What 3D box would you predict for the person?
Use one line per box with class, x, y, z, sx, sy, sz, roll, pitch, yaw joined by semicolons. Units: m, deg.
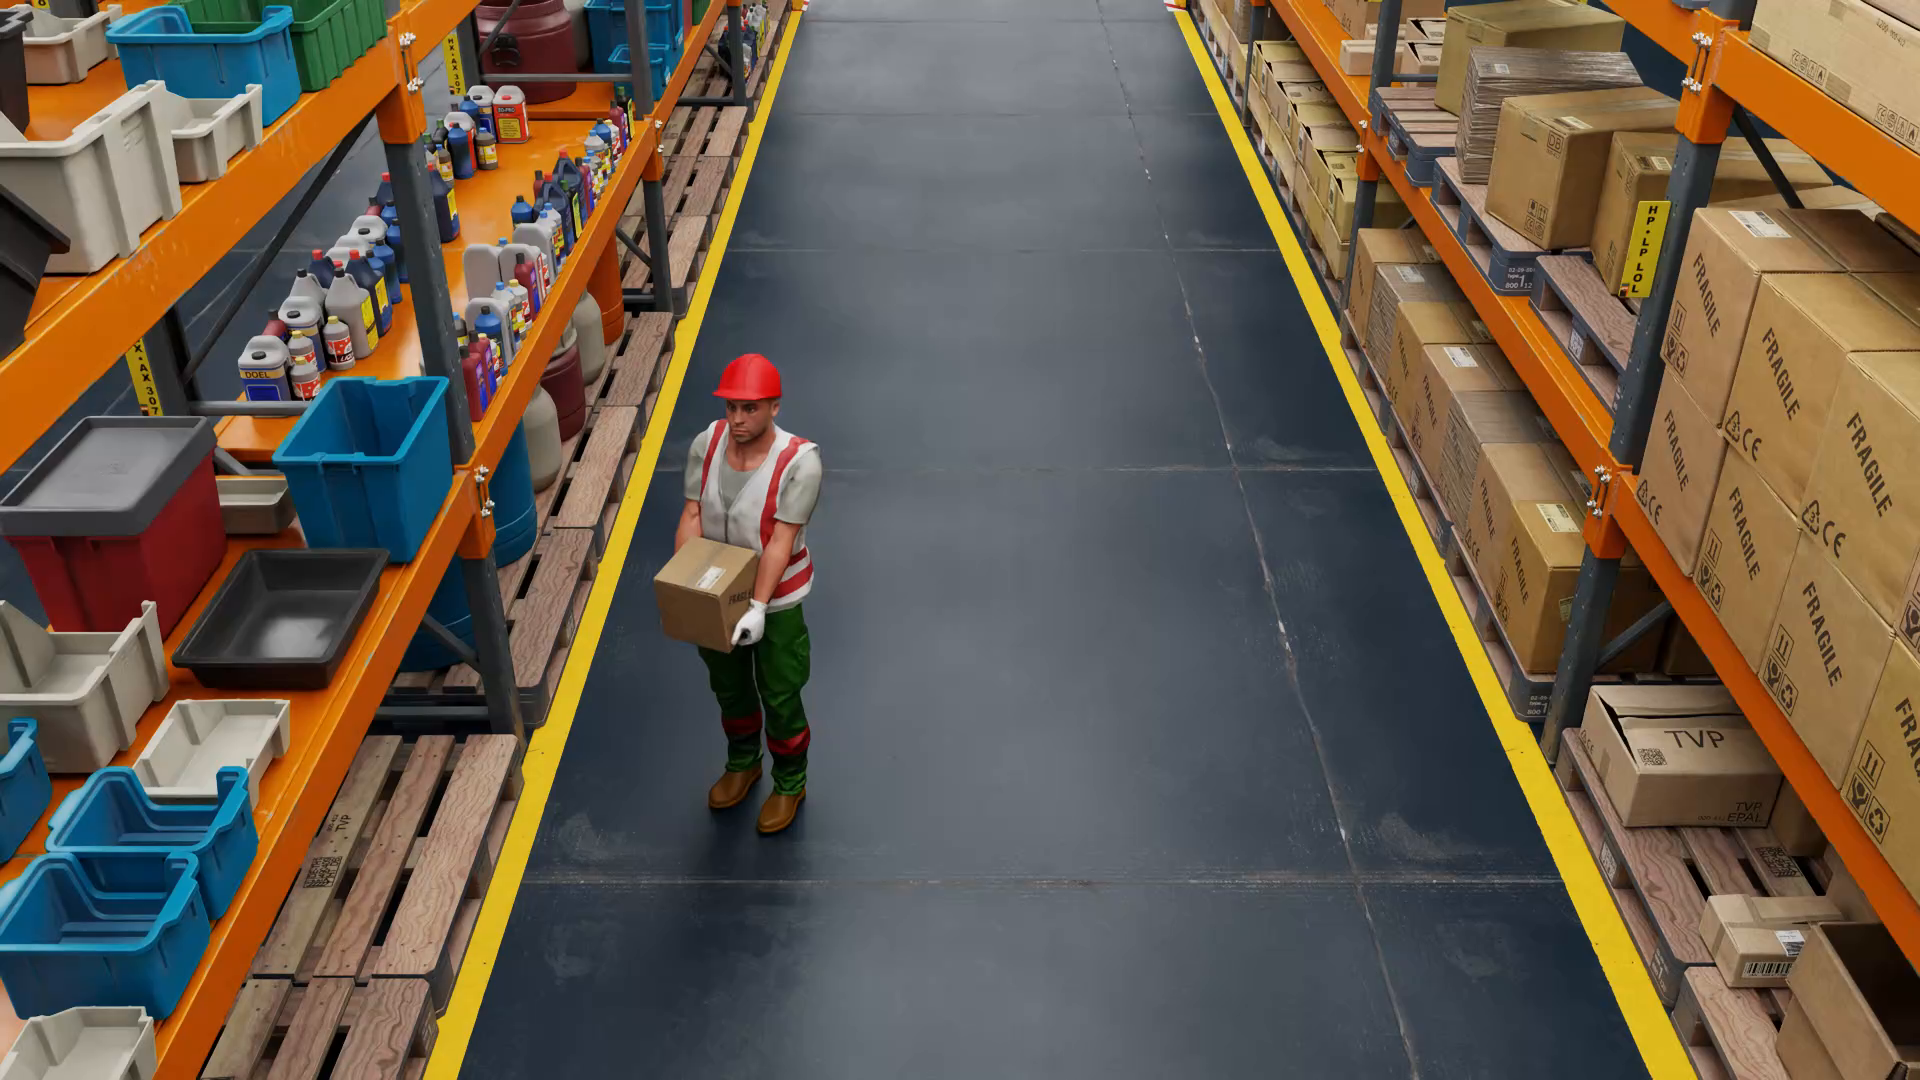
person;-0.745;0.234;5.726;0.495;1.786;0.550;13;34;20
